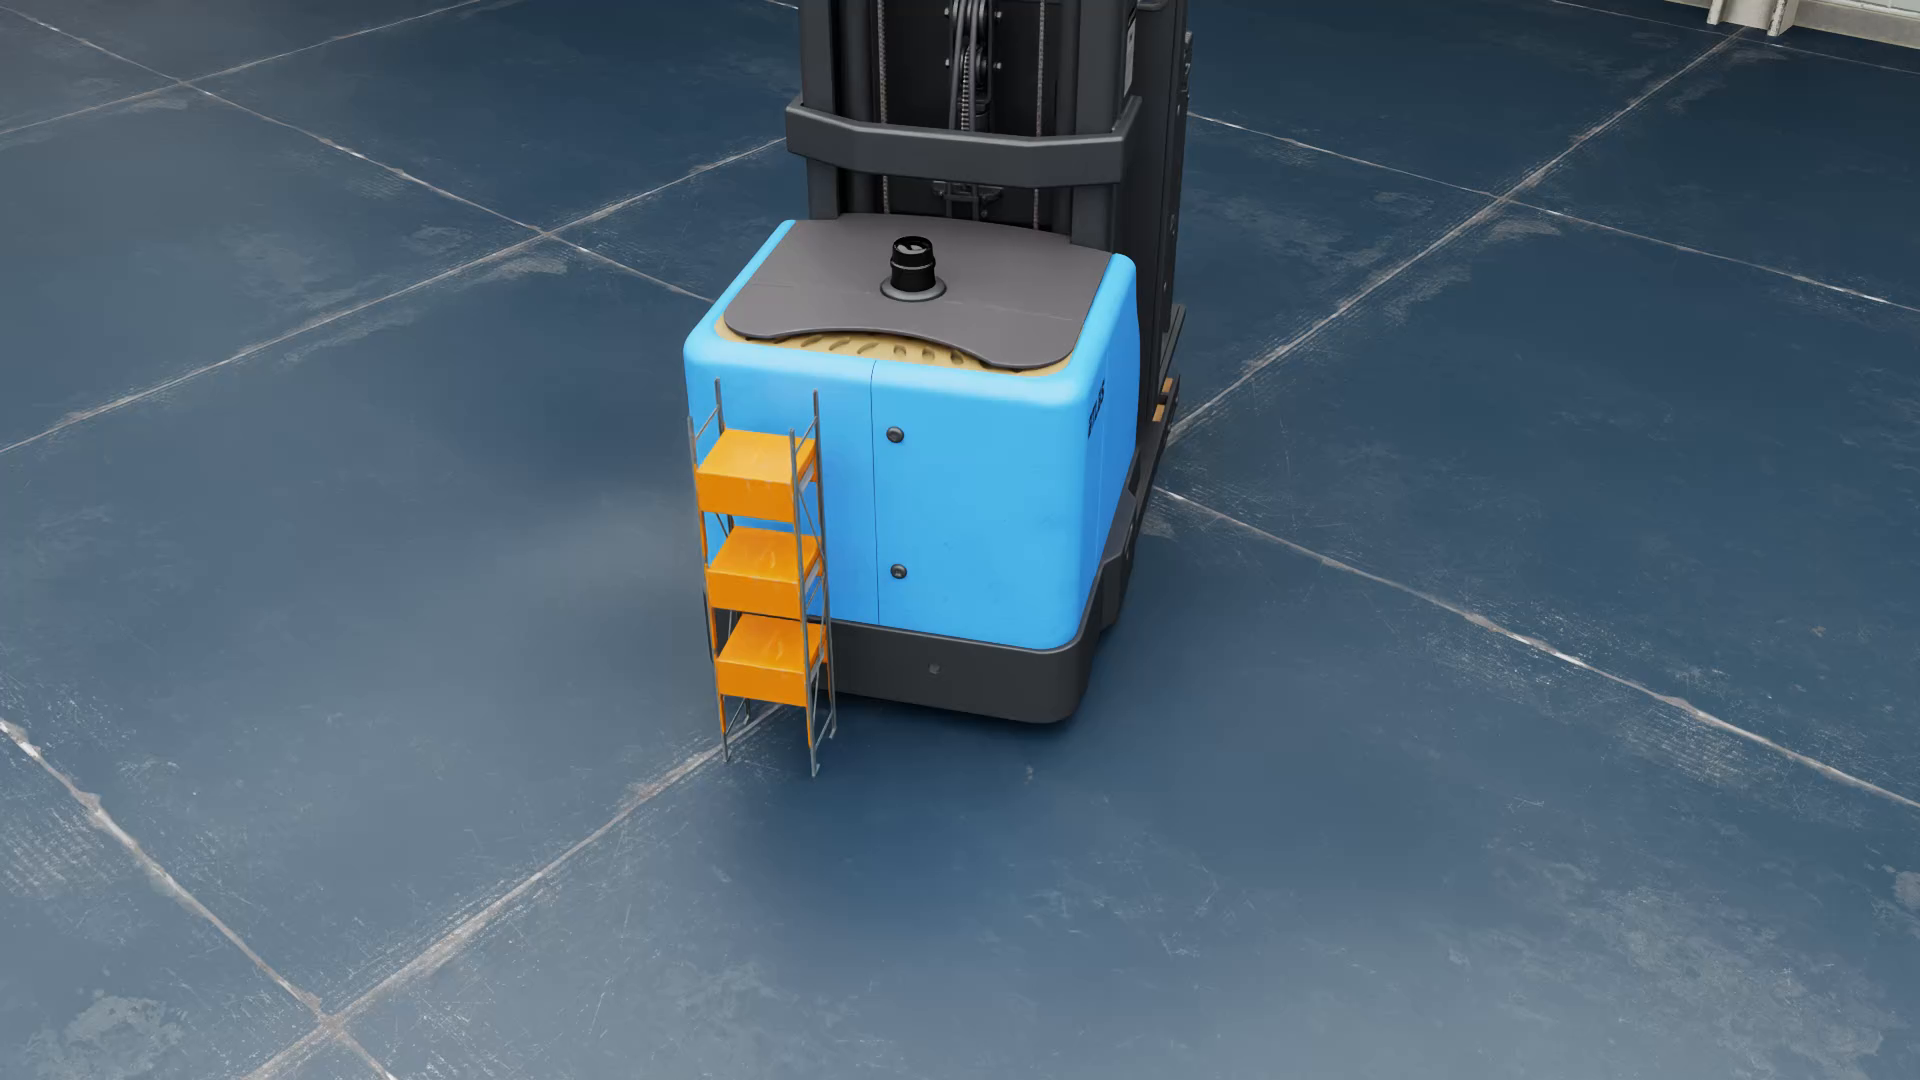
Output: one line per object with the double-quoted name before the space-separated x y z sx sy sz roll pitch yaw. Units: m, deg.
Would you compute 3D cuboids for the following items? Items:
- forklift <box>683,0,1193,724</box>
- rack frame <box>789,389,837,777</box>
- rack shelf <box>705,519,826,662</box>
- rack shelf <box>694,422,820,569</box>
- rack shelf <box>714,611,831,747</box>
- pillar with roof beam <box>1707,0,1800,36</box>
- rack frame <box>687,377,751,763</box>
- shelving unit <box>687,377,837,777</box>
"forklift" 0.151 -1.551 4.920 1.130 2.935 3.031 8 35 11
"rack frame" -0.360 0.132 4.130 0.008 1.050 0.200 7 35 11
"rack shelf" -0.479 0.125 4.159 0.240 0.259 0.215 7 35 11
"rack shelf" -0.479 -0.109 3.998 0.240 0.259 0.215 7 35 11
"rack shelf" -0.479 0.354 4.317 0.240 0.259 0.215 7 35 11
"pillar with roof beam" 1.804 -4.818 4.317 0.400 9.000 9.100 25 42 32
"rack frame" -0.598 0.101 4.176 0.008 1.050 0.200 7 35 11
"shelving unit" -0.479 0.116 4.153 0.252 1.050 0.215 7 35 11
